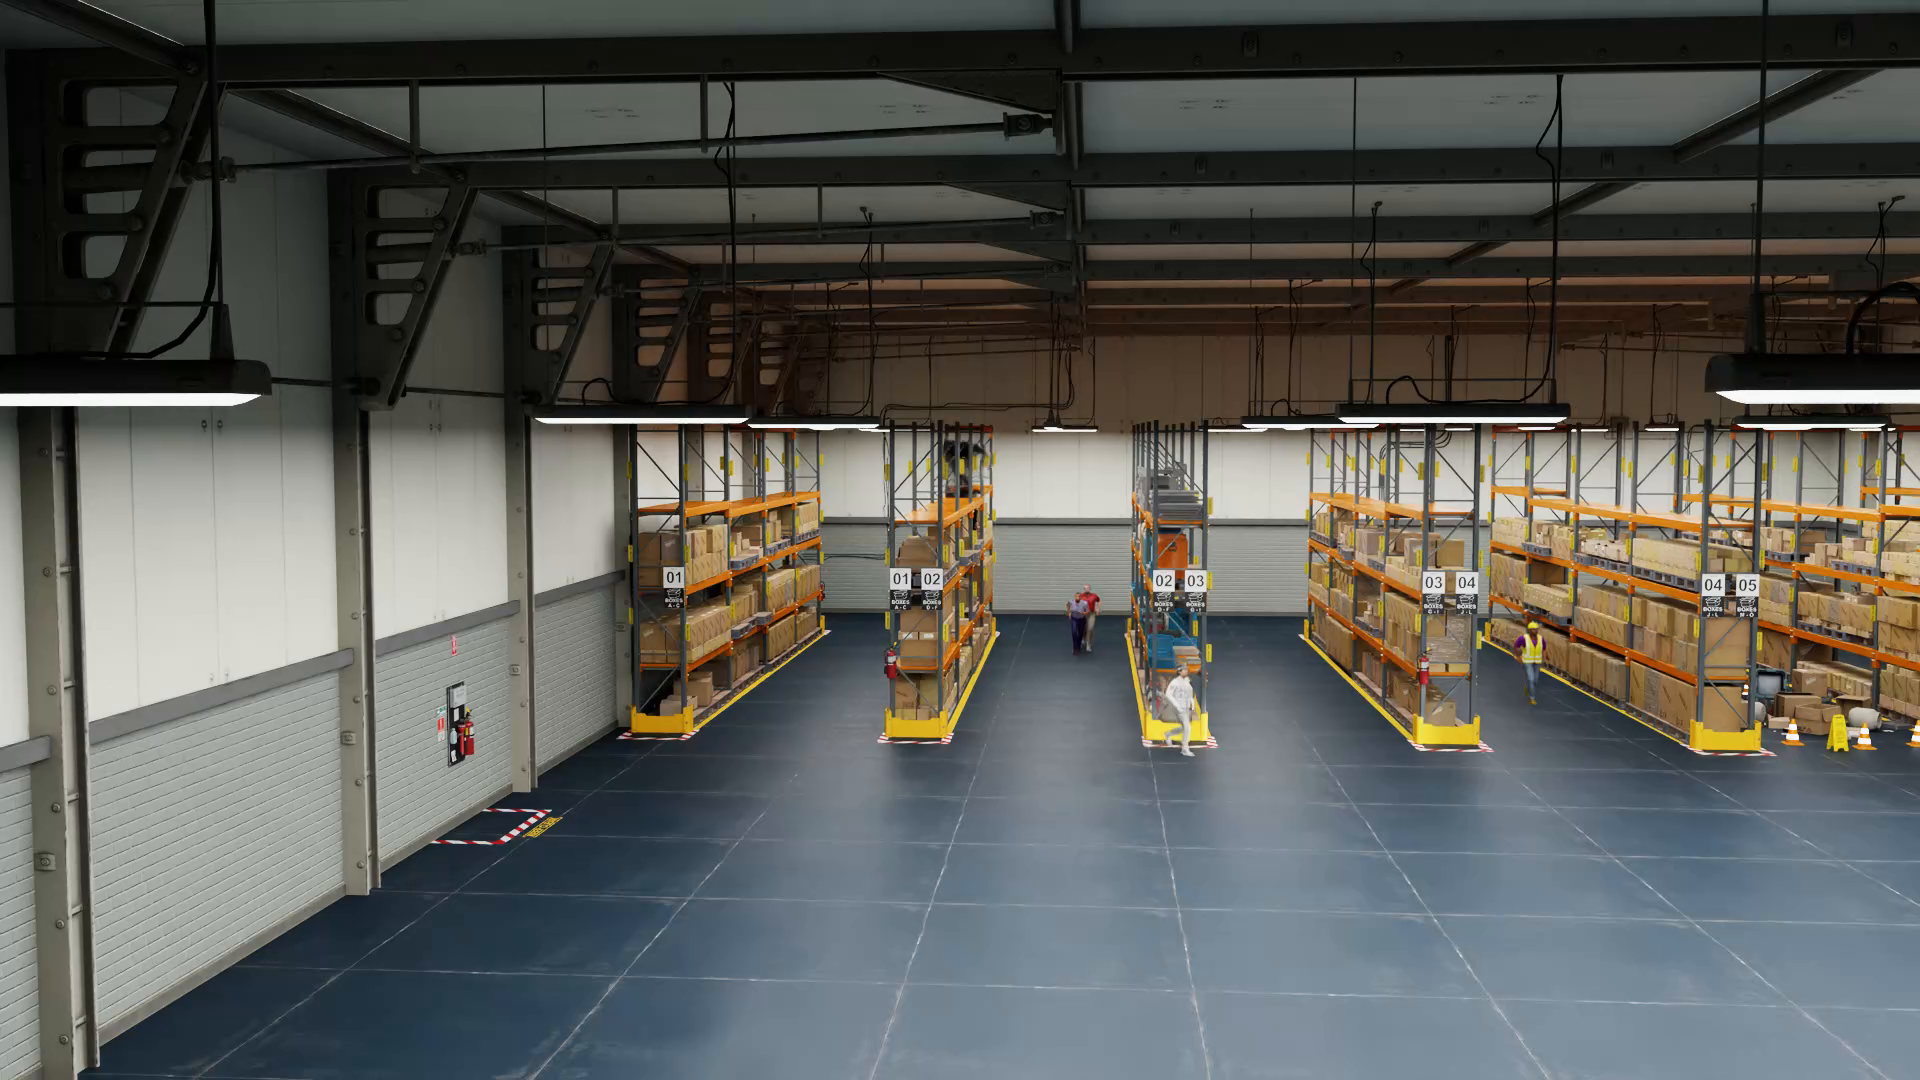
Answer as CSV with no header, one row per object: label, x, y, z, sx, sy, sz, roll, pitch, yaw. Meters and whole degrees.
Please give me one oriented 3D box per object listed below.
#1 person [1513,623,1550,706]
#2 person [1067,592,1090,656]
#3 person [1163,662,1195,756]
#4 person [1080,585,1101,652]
person,12.176,2.617,35.523,0.679,1.747,0.846,0,4,-3
person,3.096,2.175,43.534,0.605,1.663,0.973,0,4,1
person,3.925,3.018,29.871,0.714,1.686,0.643,3,5,42
person,3.418,2.063,44.407,0.673,1.736,0.971,1,4,10
